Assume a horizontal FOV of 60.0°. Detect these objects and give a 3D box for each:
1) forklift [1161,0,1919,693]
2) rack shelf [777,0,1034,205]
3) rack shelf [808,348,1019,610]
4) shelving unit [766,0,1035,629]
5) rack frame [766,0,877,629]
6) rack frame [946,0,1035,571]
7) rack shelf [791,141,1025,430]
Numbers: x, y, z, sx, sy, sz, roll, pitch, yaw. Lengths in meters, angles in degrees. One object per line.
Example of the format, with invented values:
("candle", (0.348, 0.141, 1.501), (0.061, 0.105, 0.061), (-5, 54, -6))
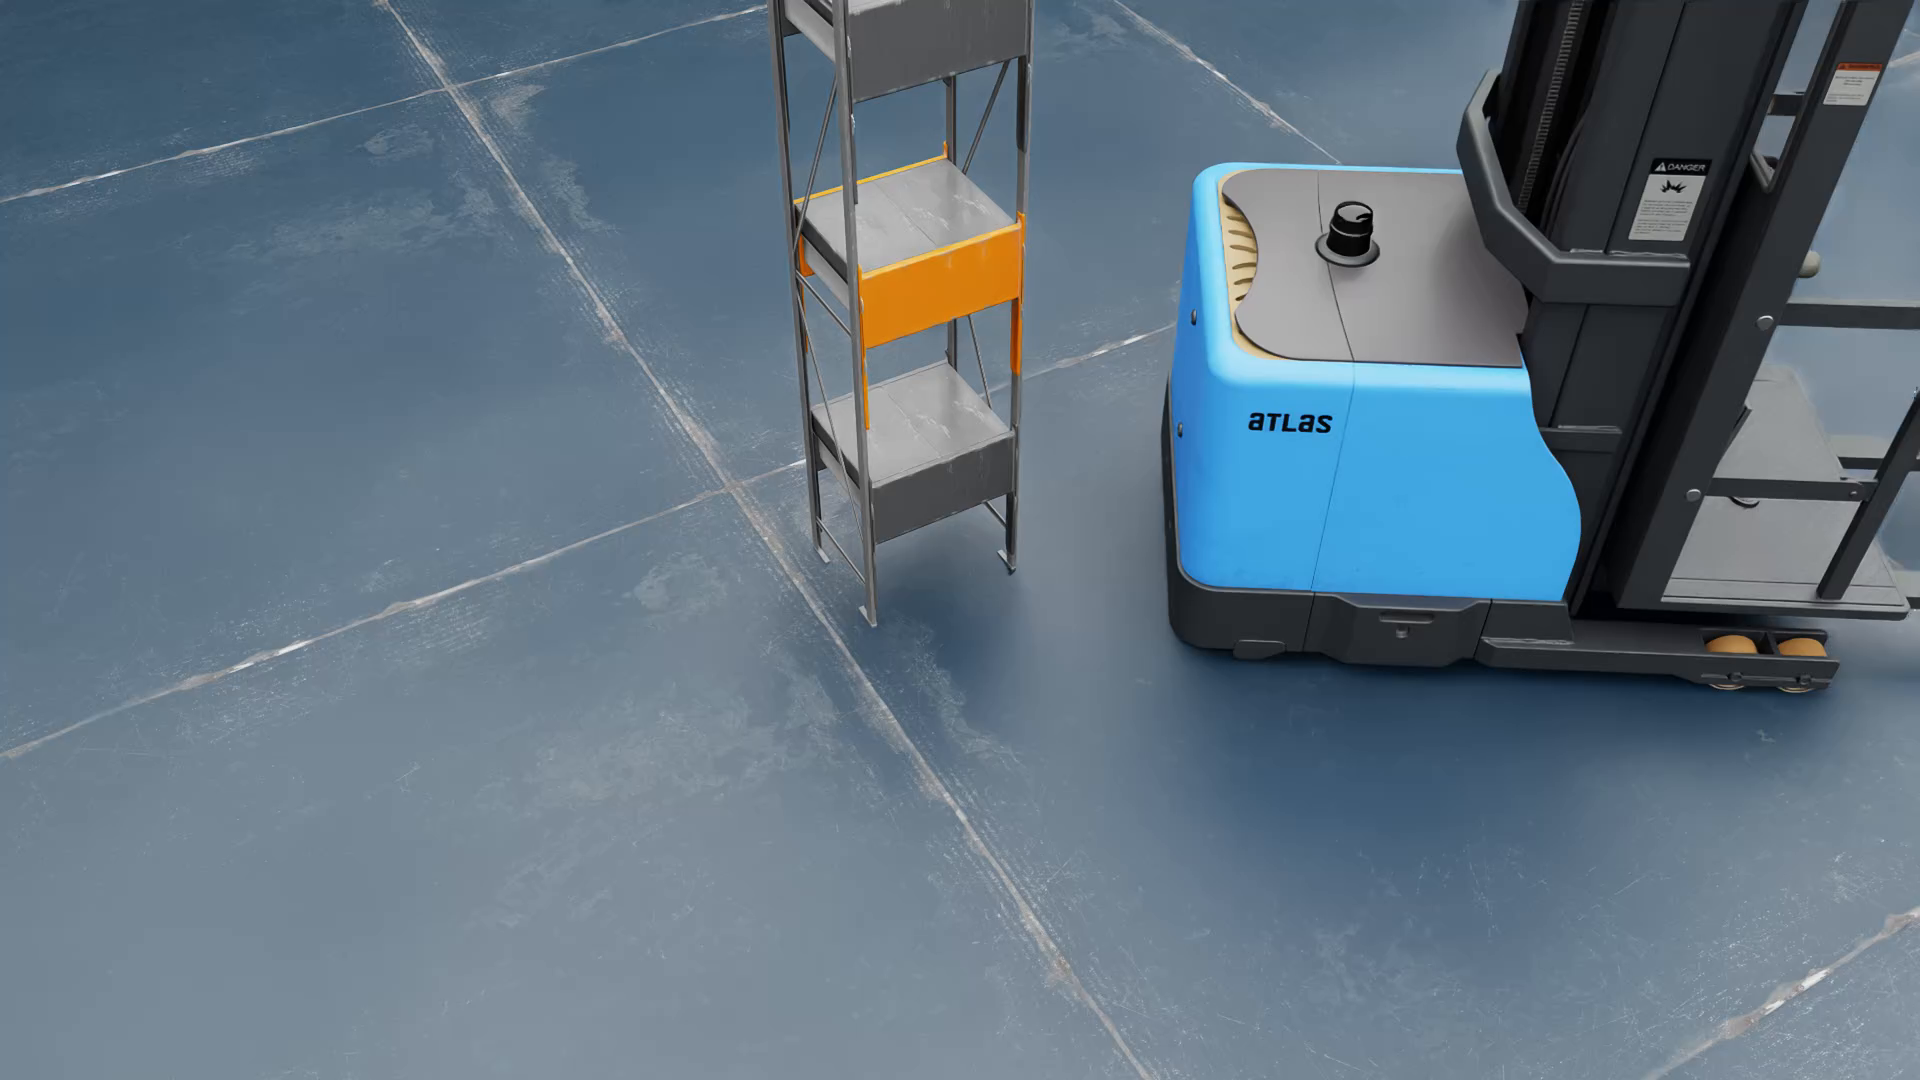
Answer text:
("forklift", (2.154, -0.995, 4.171), (3.031, 2.935, 1.130), (2, 44, 2))
("rack shelf", (-0.144, -1.189, 3.982), (0.480, 0.518, 0.431), (-22, 48, -21))
("rack shelf", (-0.144, -0.184, 4.957), (0.480, 0.518, 0.431), (-22, 48, -21))
("shelving unit", (-0.144, -0.696, 4.460), (0.503, 2.100, 0.431), (-22, 48, -21))
("rack frame", (-0.355, -0.611, 4.372), (0.015, 2.100, 0.400), (-22, 48, -21))
("rack frame", (0.068, -0.781, 4.547), (0.015, 2.100, 0.400), (-22, 48, -21))
("rack shelf", (-0.144, -0.686, 4.469), (0.480, 0.518, 0.431), (-22, 48, -21))
